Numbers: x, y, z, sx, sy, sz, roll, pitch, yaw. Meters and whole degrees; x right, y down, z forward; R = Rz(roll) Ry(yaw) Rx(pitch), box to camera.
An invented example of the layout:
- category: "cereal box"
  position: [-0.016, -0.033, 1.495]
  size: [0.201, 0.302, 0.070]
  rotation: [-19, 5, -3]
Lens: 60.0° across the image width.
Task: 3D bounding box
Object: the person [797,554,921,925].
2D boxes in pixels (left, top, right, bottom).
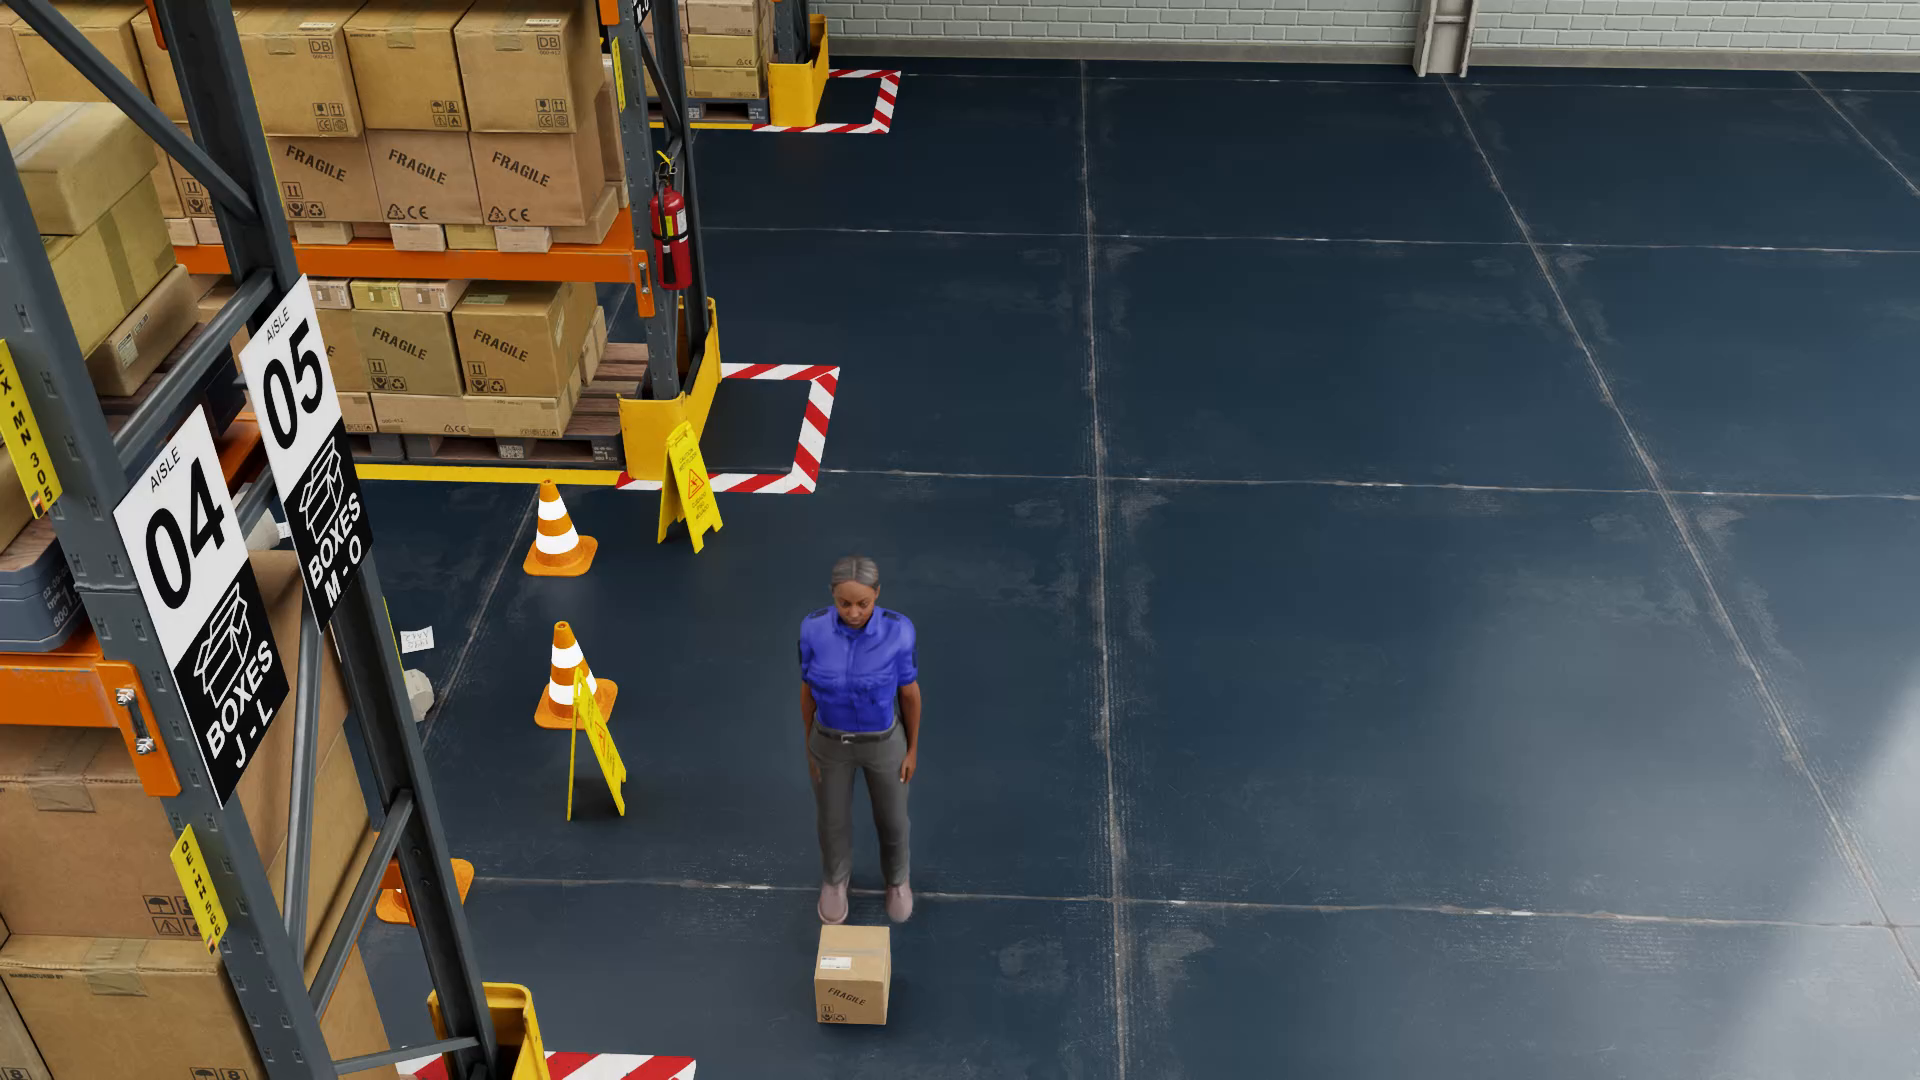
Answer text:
- category: "person"
  position: [-0.360, 0.755, 6.096]
  size: [0.438, 1.680, 0.316]
  rotation: [2, 36, 3]
